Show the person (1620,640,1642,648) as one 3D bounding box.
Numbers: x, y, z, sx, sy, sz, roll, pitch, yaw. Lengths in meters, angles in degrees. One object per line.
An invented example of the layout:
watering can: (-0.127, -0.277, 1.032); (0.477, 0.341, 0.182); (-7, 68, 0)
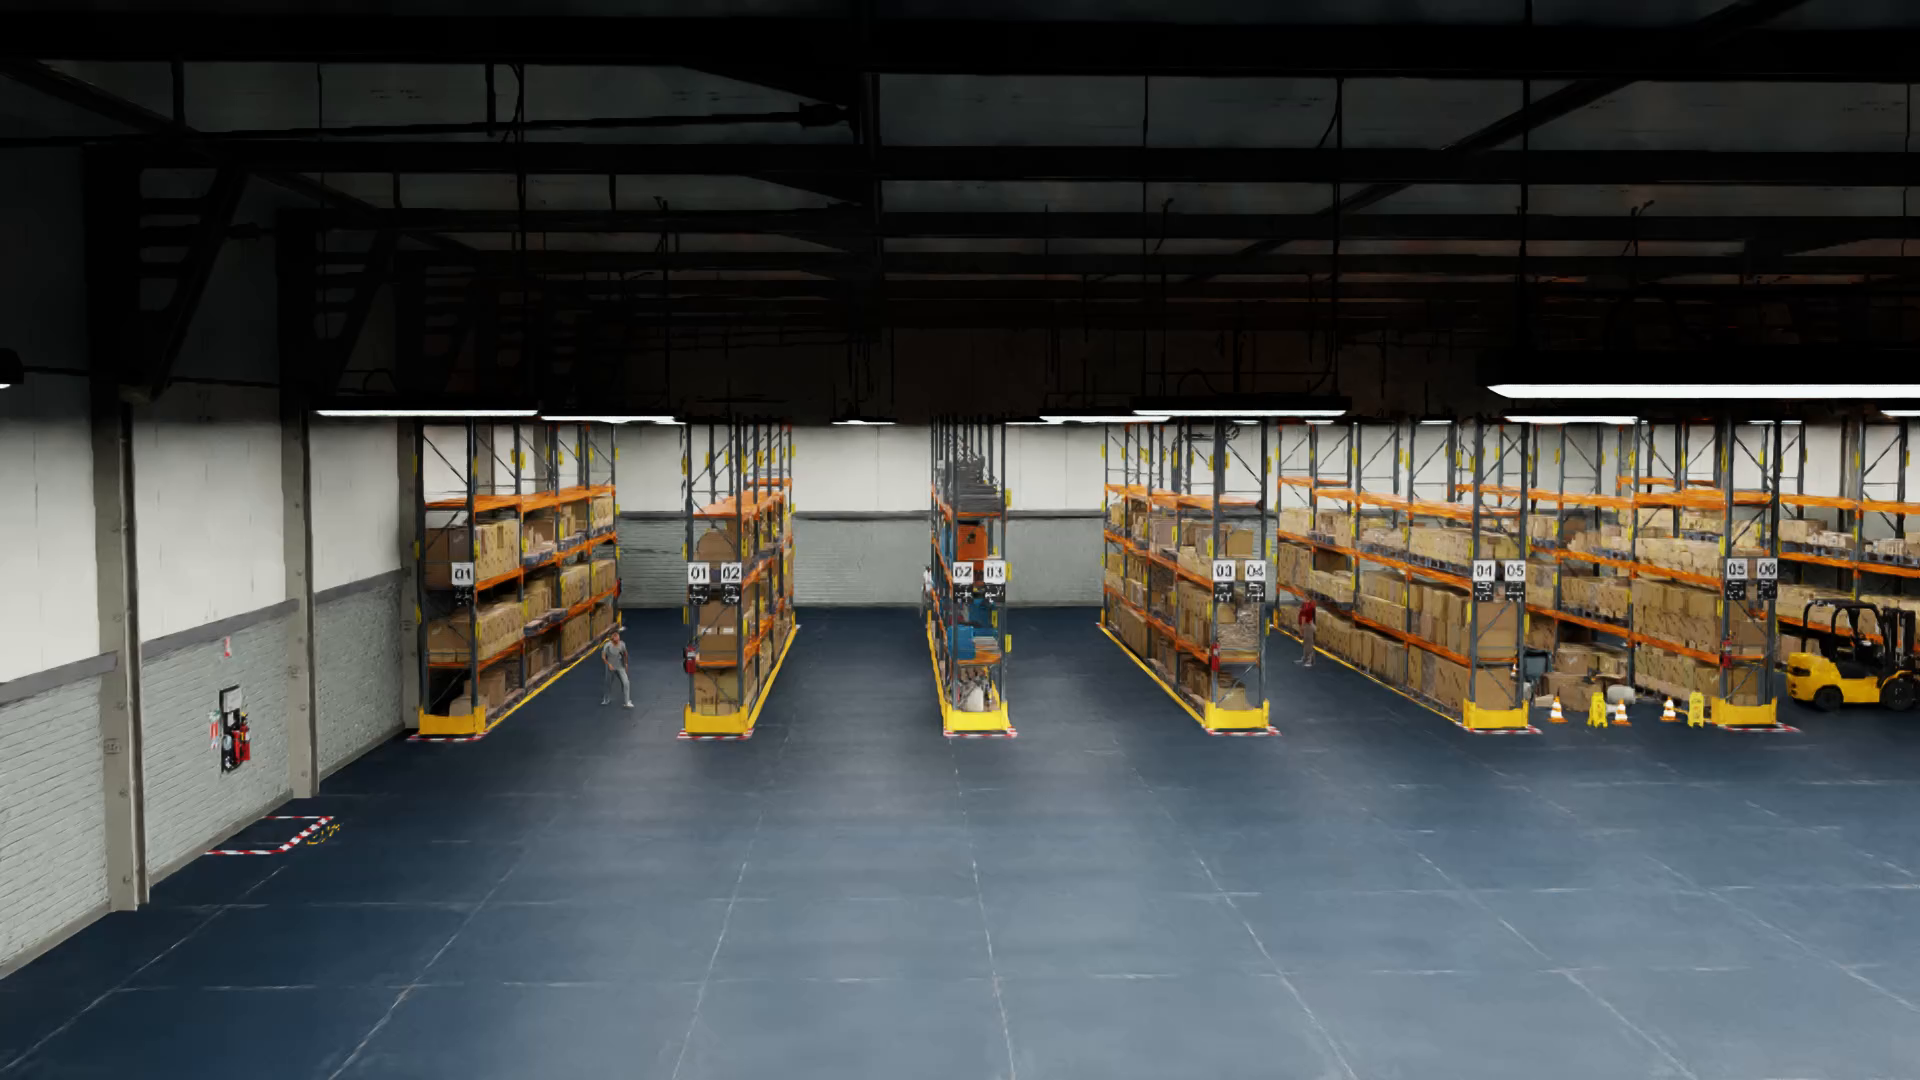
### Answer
person: (17.424, 1.981, 43.097); (0.534, 1.589, 0.521); (2, 4, 22)

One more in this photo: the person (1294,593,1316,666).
person: (8.287, 2.134, 39.887); (0.579, 1.721, 0.654); (2, 4, 27)

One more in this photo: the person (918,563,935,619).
person: (-0.914, 1.506, 49.573); (0.559, 1.670, 0.697); (3, 5, 35)

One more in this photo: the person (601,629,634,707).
person: (-7.024, 2.600, 33.960); (0.609, 1.604, 0.814); (-1, 4, -19)

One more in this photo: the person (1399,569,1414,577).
person: (13.940, 1.382, 51.811); (0.542, 1.651, 0.586); (3, 5, 35)
